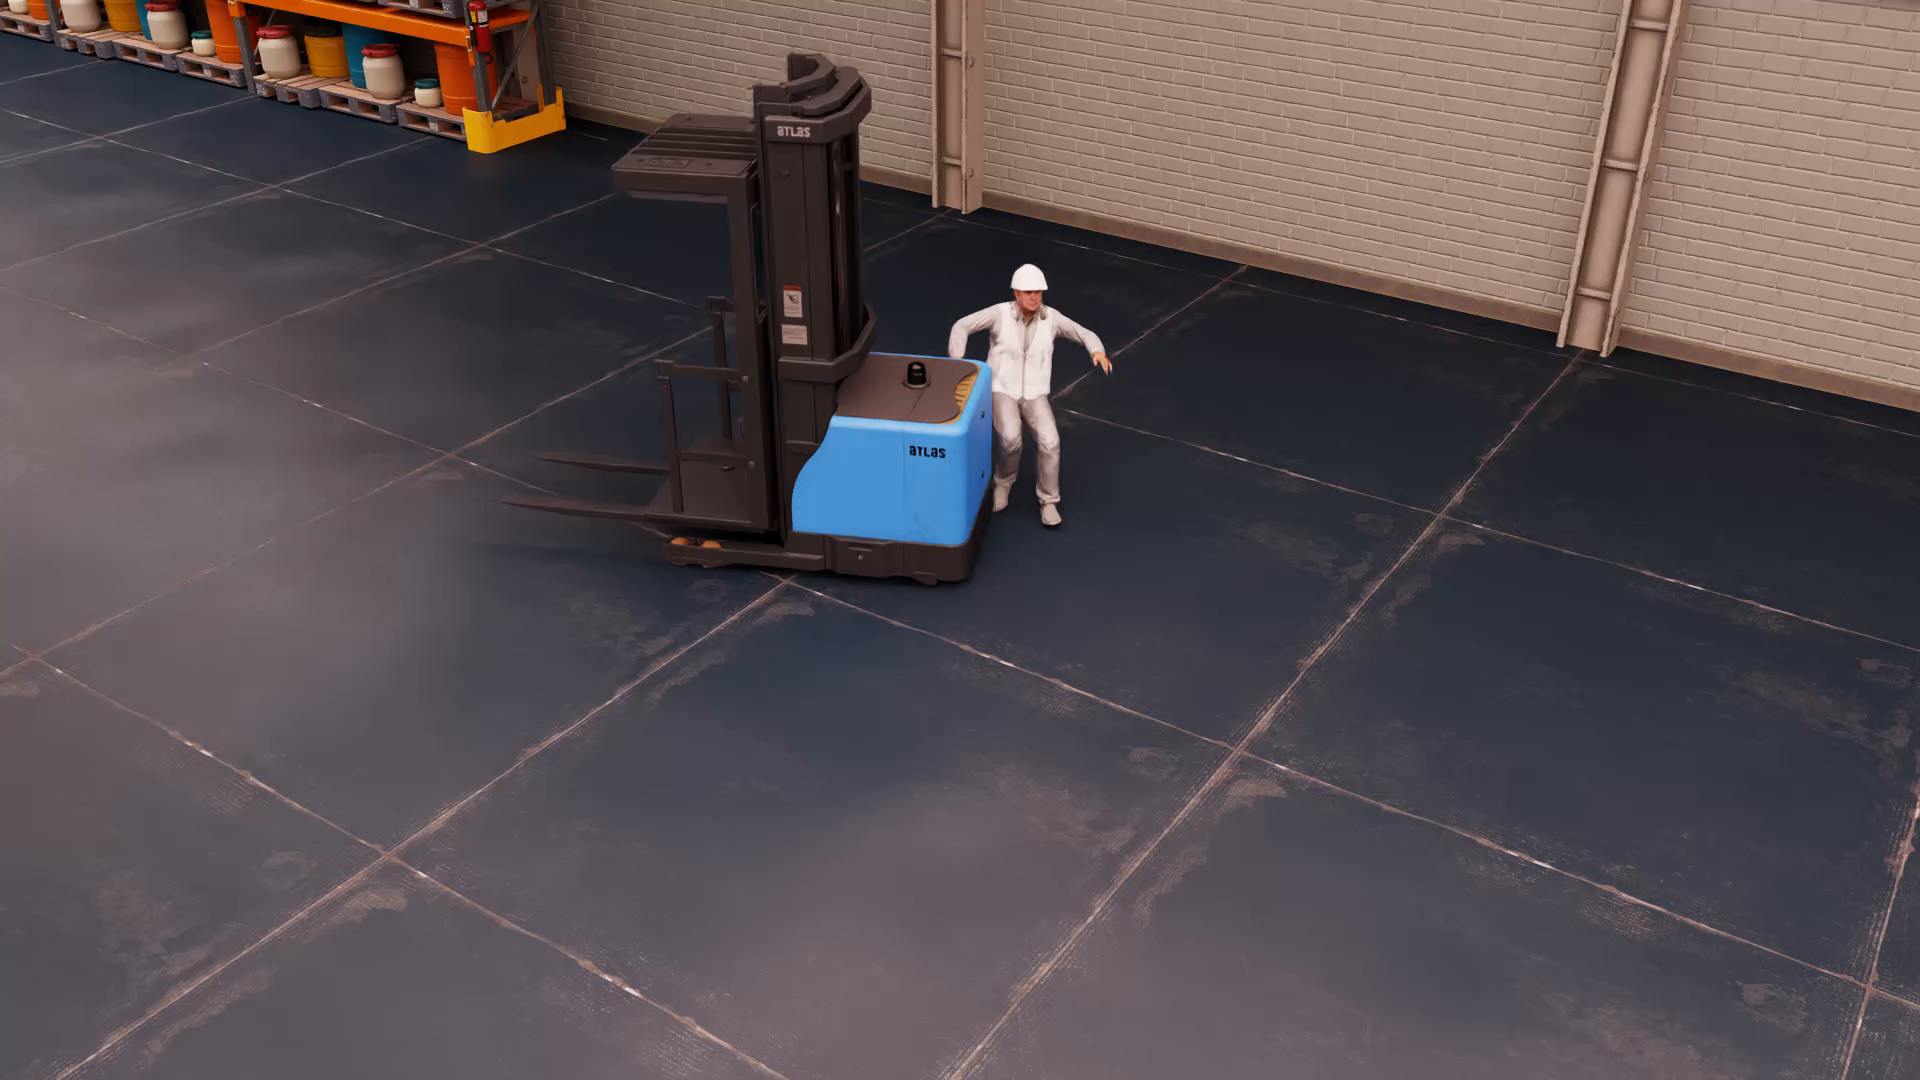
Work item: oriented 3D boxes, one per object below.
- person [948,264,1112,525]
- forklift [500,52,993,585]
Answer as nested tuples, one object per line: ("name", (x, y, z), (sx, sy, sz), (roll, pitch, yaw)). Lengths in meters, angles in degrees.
("person", (0.414, -0.917, 10.552), (1.020, 1.545, 0.871), (-8, 31, -14))
("forklift", (-1.354, -1.347, 9.901), (3.031, 2.935, 1.130), (5, 31, 9))
